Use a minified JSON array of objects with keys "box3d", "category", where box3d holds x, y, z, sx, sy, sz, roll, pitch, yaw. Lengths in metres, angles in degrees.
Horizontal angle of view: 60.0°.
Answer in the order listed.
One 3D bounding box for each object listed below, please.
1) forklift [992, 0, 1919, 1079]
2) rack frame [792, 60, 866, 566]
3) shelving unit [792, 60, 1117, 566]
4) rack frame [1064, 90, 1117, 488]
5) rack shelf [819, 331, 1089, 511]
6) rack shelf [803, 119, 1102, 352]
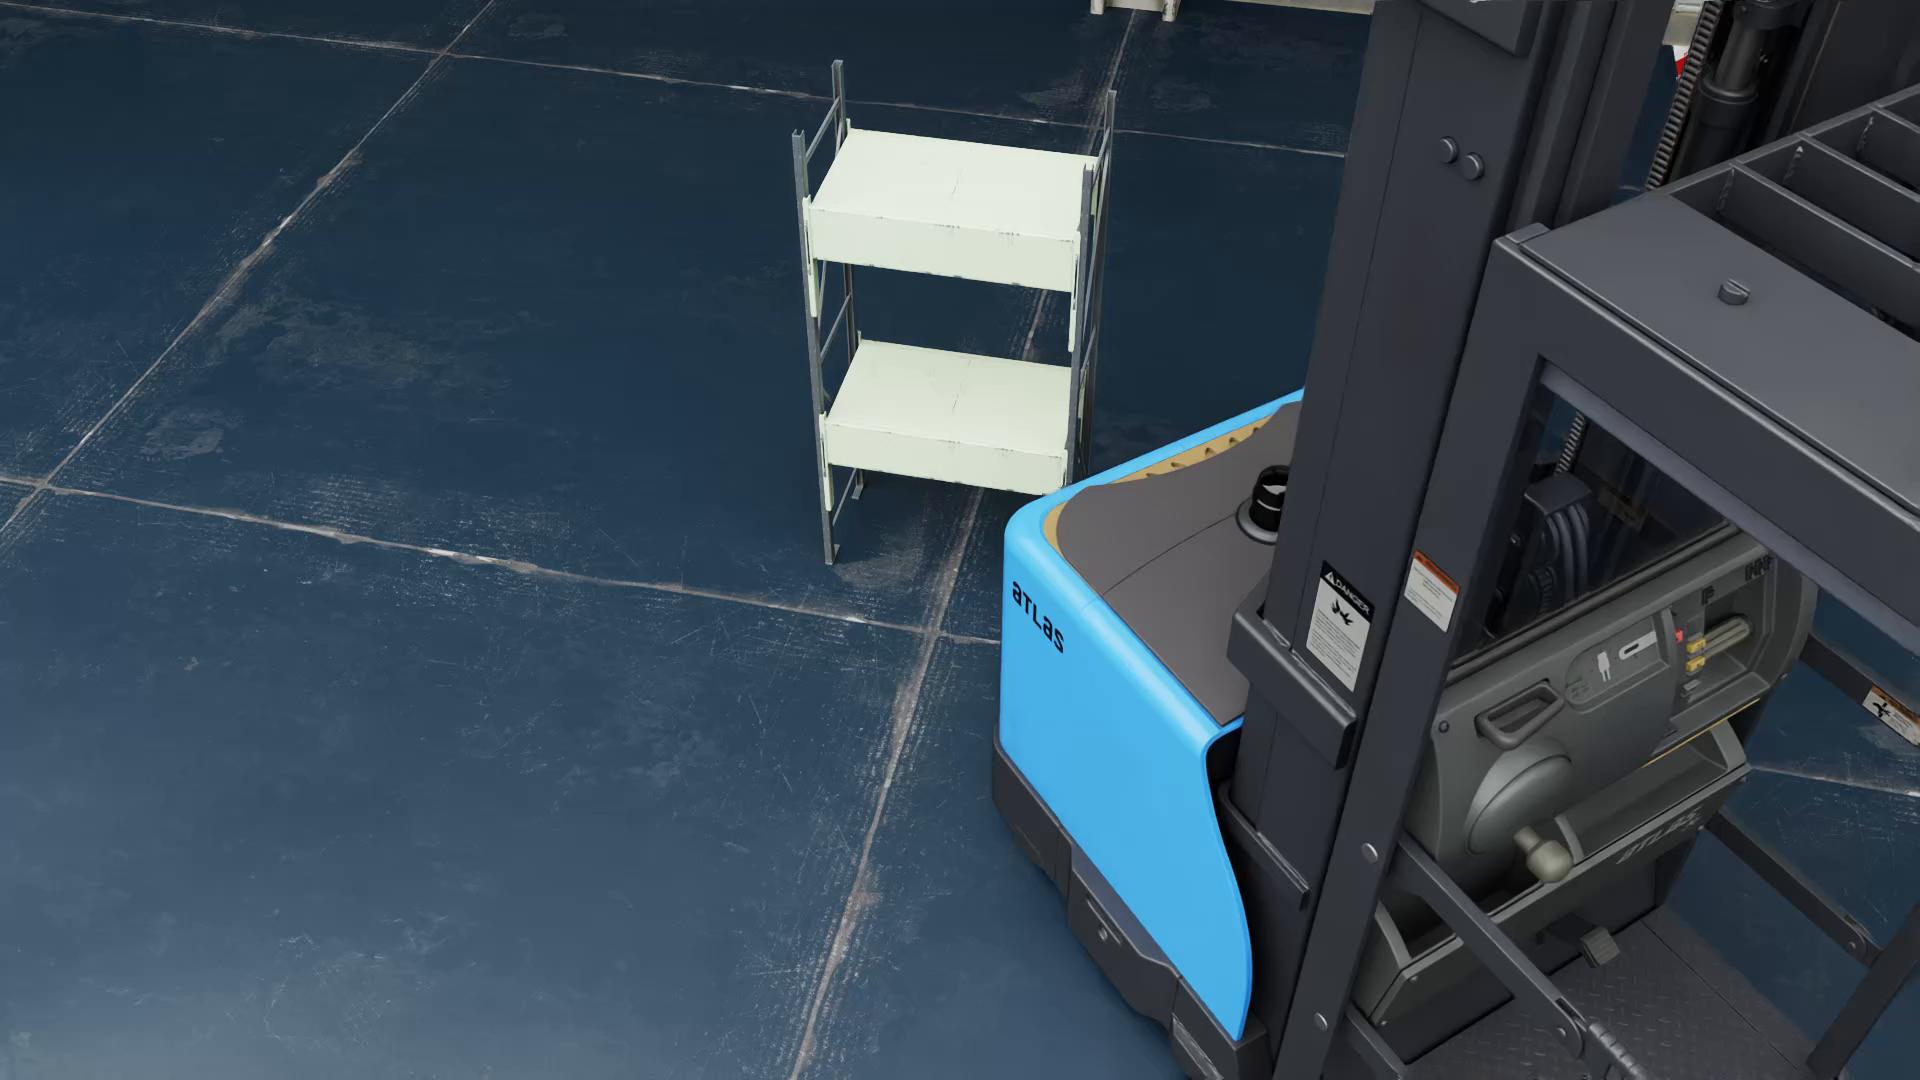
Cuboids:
[{"box3d":[1.278,0.357,2.765,1.130,2.935,3.031,-23,48,-22],"category":"forklift"},{"box3d":[-0.364,-0.597,4.789,0.023,1.500,0.400,9,45,9],"category":"rack frame"},{"box3d":[-0.007,-0.541,4.731,0.755,1.500,0.431,9,45,9],"category":"shelving unit"},{"box3d":[0.351,-0.486,4.673,0.023,1.500,0.400,9,45,9],"category":"rack frame"},{"box3d":[-0.007,-0.306,4.957,0.720,0.370,0.431,9,45,9],"category":"rack shelf"},{"box3d":[-0.007,-0.823,4.460,0.720,0.370,0.431,9,45,9],"category":"rack shelf"}]
